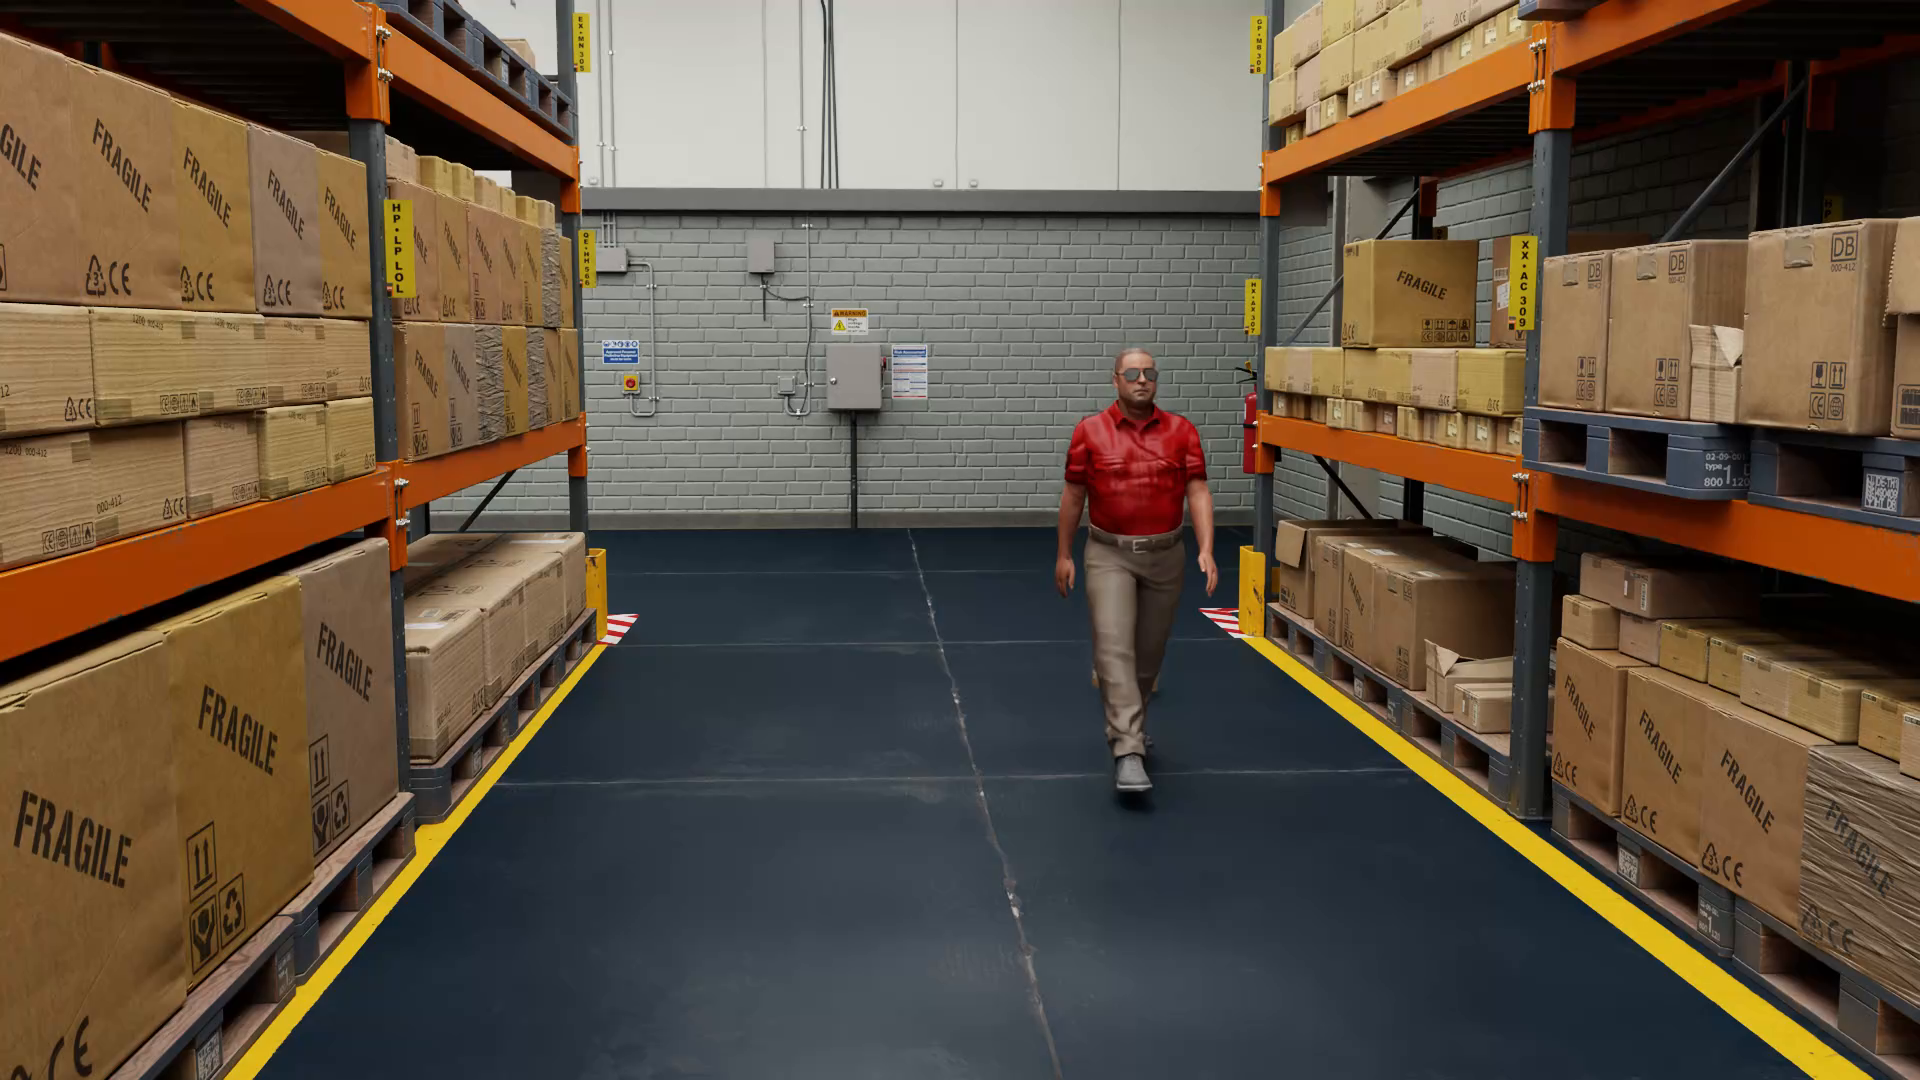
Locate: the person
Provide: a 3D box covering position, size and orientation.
[{"bbox_3d":[0.706,0.079,6.547,0.578,1.662,1.053,-1,7,-8],"label":"person"}]
